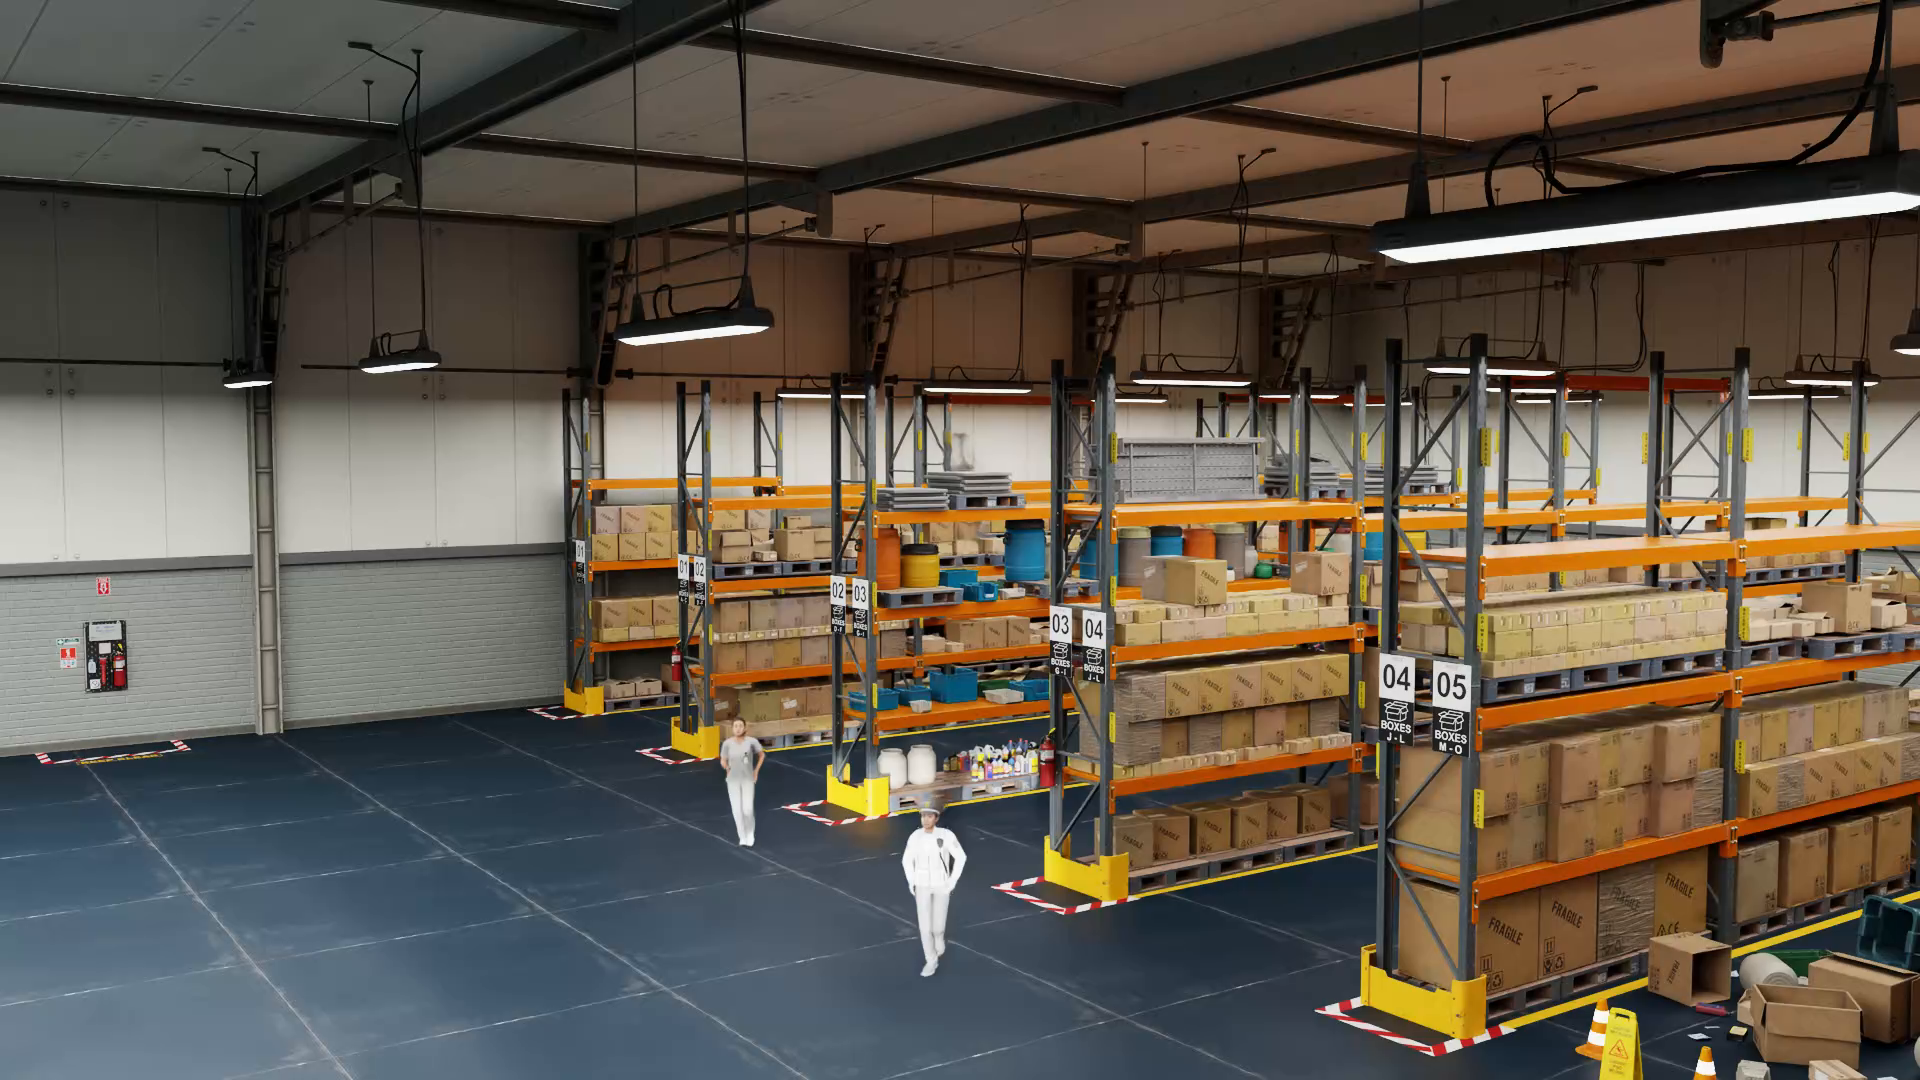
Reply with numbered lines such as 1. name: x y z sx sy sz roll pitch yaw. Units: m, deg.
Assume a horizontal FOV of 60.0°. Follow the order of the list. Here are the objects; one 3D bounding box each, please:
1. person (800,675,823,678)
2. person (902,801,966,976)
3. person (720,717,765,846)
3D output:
1. person: -2.700 2.441 30.029 0.698 1.703 0.619 -3 5 -37
2. person: -0.263 3.320 15.966 0.619 1.661 0.489 1 4 11
3. person: -2.714 3.007 20.636 0.539 1.628 0.611 0 4 1
